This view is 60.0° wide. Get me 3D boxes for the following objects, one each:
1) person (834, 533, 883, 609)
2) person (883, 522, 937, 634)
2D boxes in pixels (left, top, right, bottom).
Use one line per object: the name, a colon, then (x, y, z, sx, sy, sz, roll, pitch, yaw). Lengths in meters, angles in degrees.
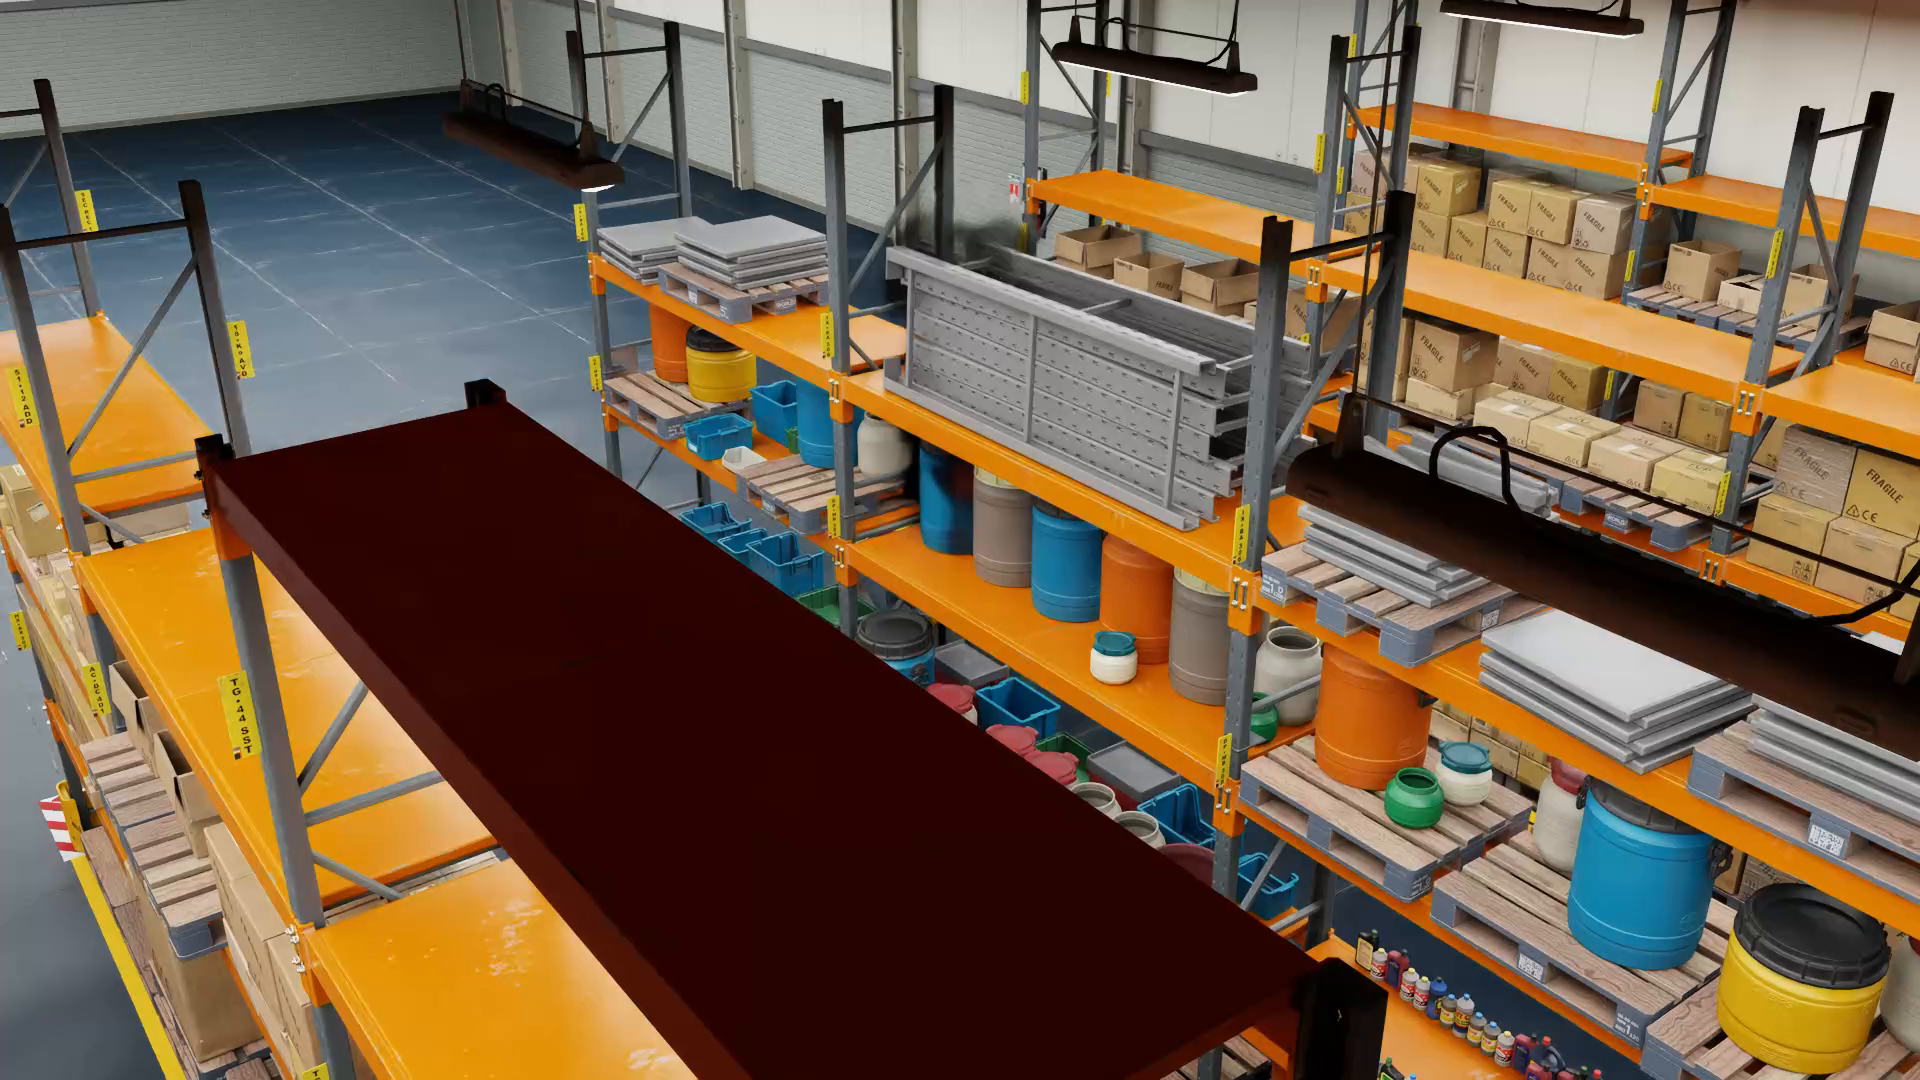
person: (-1.054, 0.208, 16.587, 0.574, 1.731, 0.796, -19, 31, -36)
person: (-0.536, 0.297, 16.297, 0.730, 1.726, 0.594, -21, 32, -37)
